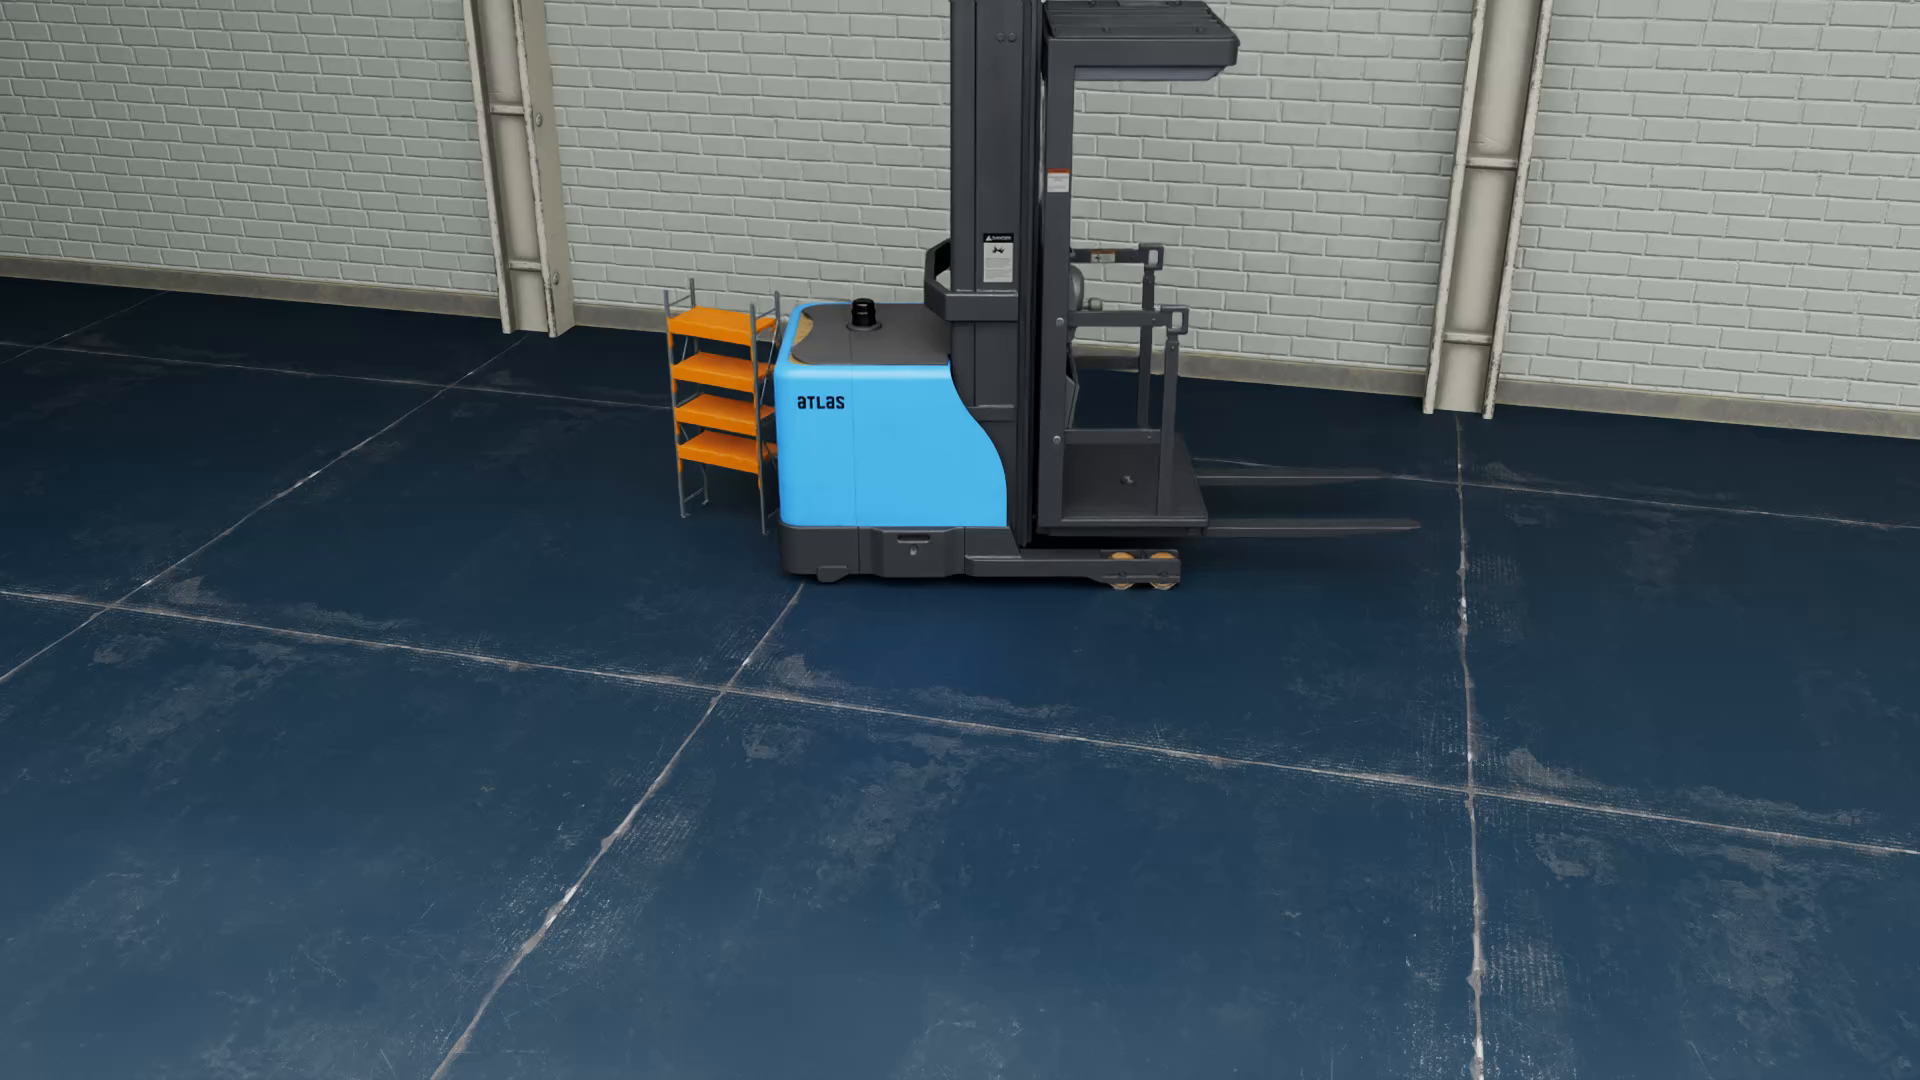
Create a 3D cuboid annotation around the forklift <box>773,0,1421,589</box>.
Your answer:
[{"bbox_3d":[0.667,-1.324,7.622,3.031,2.935,1.130,0,25,0],"label":"forklift"}]

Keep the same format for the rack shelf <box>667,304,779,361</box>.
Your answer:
[{"bbox_3d":[-1.145,-1.008,8.058,0.480,0.148,0.258,12,28,23],"label":"rack shelf"}]

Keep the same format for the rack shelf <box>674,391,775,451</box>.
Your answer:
[{"bbox_3d":[-1.145,-0.593,8.256,0.480,0.148,0.258,12,28,23],"label":"rack shelf"}]

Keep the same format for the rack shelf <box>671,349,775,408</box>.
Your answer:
[{"bbox_3d":[-1.145,-0.795,8.160,0.480,0.148,0.258,12,28,23],"label":"rack shelf"}]

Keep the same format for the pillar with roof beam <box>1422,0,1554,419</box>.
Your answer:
[{"bbox_3d":[1.893,-3.064,4.217,0.400,9.000,9.100,6,26,13],"label":"pillar with roof beam"}]

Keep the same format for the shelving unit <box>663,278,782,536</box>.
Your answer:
[{"bbox_3d":[-1.145,-0.654,8.227,0.503,1.200,0.258,12,28,23],"label":"shelving unit"}]

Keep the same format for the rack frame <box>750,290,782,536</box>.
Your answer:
[{"bbox_3d":[-0.926,-0.607,8.130,0.015,1.200,0.240,12,28,23],"label":"rack frame"}]

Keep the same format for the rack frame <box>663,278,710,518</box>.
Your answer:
[{"bbox_3d":[-1.364,-0.700,8.324,0.015,1.200,0.240,12,28,23],"label":"rack frame"}]

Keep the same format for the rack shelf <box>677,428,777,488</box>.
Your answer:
[{"bbox_3d":[-1.145,-0.414,8.341,0.480,0.148,0.258,12,28,23],"label":"rack shelf"}]

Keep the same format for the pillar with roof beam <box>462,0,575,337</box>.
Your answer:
[{"bbox_3d":[-3.918,-3.706,5.567,0.400,9.000,9.100,6,26,13],"label":"pillar with roof beam"}]
